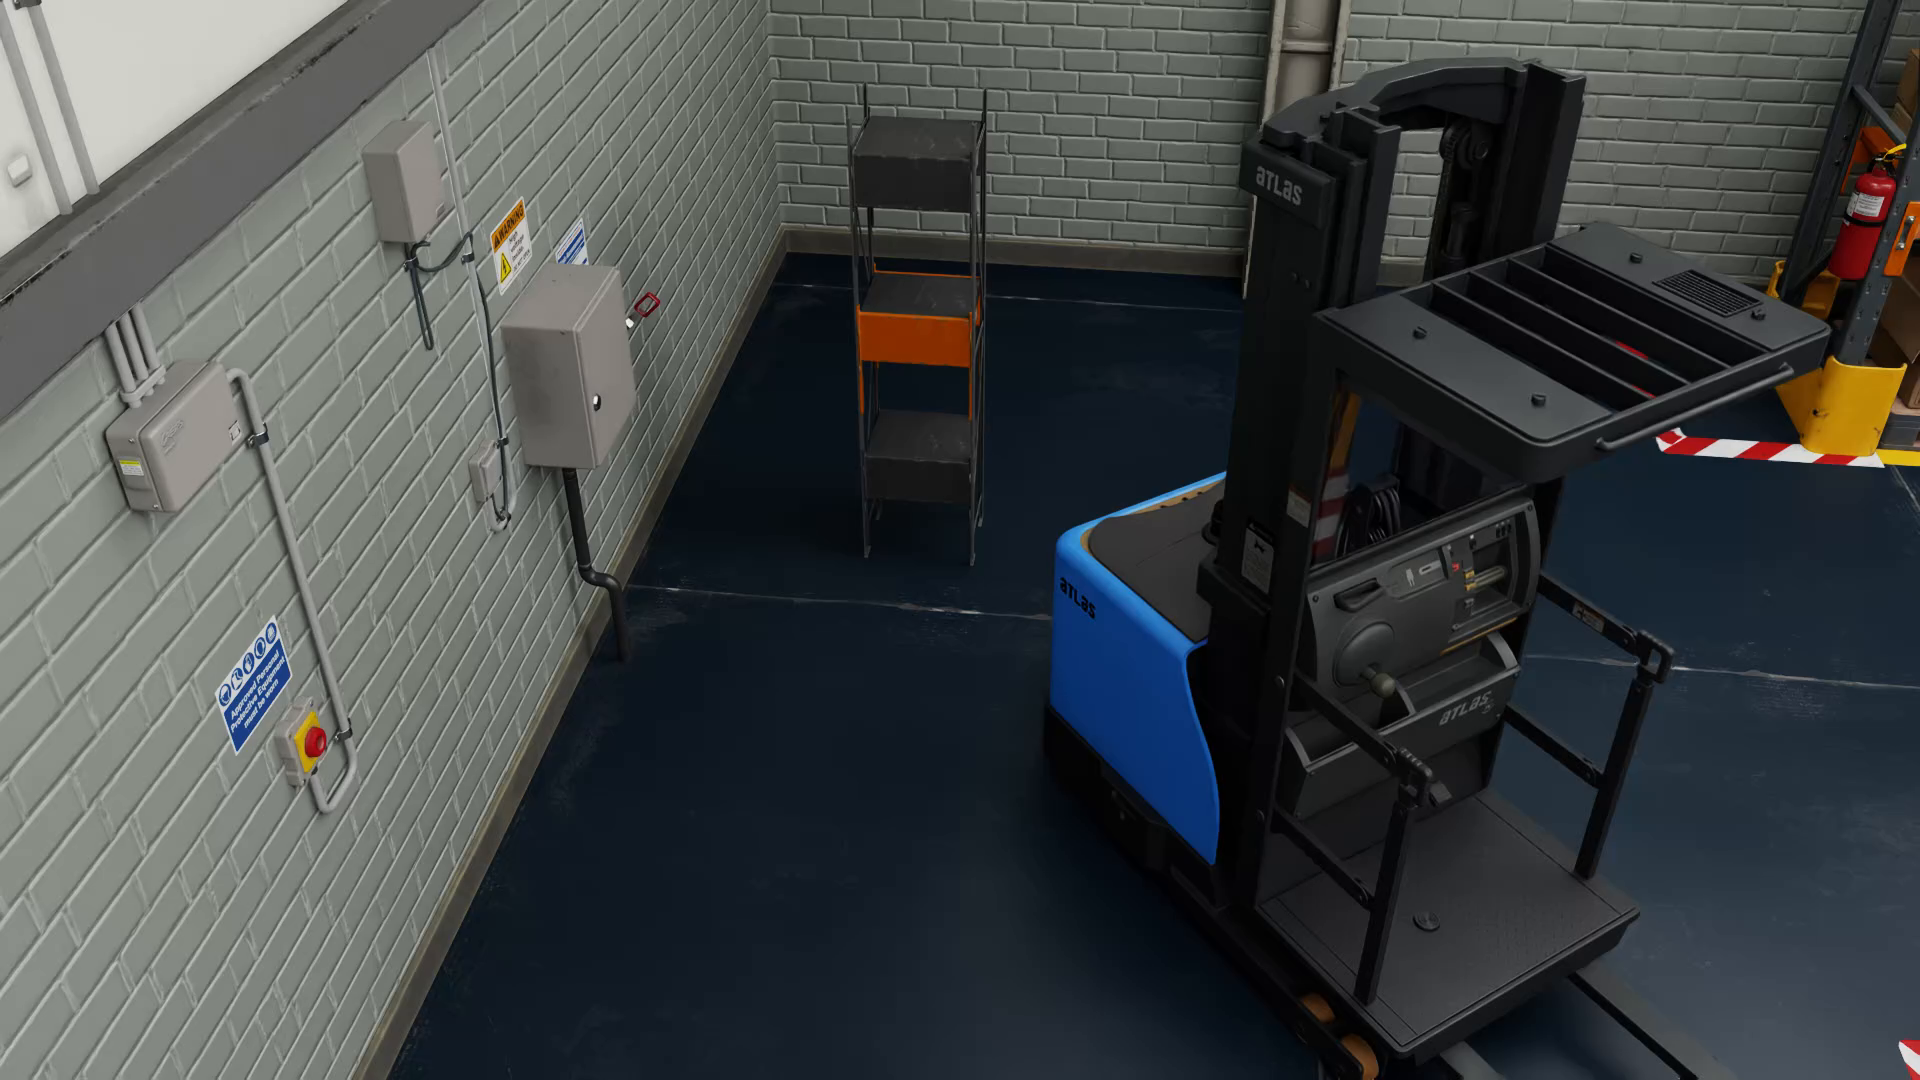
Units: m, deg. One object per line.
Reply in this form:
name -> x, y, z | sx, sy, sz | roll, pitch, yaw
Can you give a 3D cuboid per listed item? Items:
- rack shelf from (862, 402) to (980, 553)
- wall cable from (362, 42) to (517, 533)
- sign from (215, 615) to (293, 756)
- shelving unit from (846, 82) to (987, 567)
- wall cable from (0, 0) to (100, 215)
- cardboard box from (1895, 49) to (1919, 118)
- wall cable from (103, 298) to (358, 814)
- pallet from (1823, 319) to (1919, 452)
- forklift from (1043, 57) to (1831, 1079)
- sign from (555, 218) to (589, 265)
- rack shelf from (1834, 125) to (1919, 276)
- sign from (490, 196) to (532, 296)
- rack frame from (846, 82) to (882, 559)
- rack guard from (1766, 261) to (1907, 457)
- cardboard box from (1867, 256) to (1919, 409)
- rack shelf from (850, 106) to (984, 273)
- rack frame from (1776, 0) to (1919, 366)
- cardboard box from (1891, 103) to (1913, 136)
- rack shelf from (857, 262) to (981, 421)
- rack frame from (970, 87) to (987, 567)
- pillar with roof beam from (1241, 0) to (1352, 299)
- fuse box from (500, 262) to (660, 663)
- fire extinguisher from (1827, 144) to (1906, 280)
rack shelf -> -0.164, -0.286, 7.572 | 0.480, 0.518, 0.431 | 4, 36, 6
wall cable -> -1.629, -0.763, 5.363 | 0.122, 1.984, 0.588 | 4, 36, 6
sign -> -1.865, 0.381, 4.401 | 0.001, 0.218, 0.327 | 4, 36, 6
shelving unit -> -0.164, -0.867, 7.157 | 0.503, 2.100, 0.431 | 4, 36, 6
wall cable -> -1.880, -1.829, 2.566 | 0.029, 3.000, 0.463 | 4, 36, 6
cardboard box -> 4.916, -2.167, 8.078 | 0.500, 0.250, 0.500 | 5, 36, 7
wall cable -> -1.798, 0.042, 4.208 | 0.123, 1.953, 0.585 | 4, 36, 6
pallet -> 5.293, -0.789, 8.674 | 1.213, 0.211, 1.003 | 4, 36, 6
forklift -> 1.528, 0.237, 4.895 | 1.130, 2.935, 3.031 | -20, 40, -25
sign -> -1.528, -0.993, 6.641 | 0.001, 0.494, 0.329 | 4, 36, 6
rack shelf -> 6.410, -1.548, 7.956 | 4.000, 0.370, 1.077 | 4, 36, 6
sign -> -1.598, -1.051, 5.930 | 0.001, 0.242, 0.339 | 4, 36, 6
rack frame -> -0.406, -0.885, 7.183 | 0.015, 2.100, 0.400 | 4, 36, 6
rack guard -> 4.502, -0.965, 8.672 | 0.348, 0.500, 1.175 | 4, 36, 6
cardboard box -> 5.021, -1.043, 8.417 | 0.637, 0.503, 0.797 | 3, 36, 4
rack shelf -> -0.164, -1.426, 6.758 | 0.480, 0.518, 0.431 | 4, 36, 6
rack frame -> 4.426, -1.988, 7.954 | 0.127, 3.000, 1.000 | 4, 36, 6
cardboard box -> 4.789, -2.016, 8.209 | 0.250, 0.149, 0.380 | 4, 36, 5
rack shelf -> -0.164, -0.856, 7.165 | 0.480, 0.518, 0.431 | 4, 36, 6
rack frame -> 0.078, -0.849, 7.132 | 0.015, 2.100, 0.400 | 4, 36, 6
pillar with roof beam -> 1.318, -2.669, 3.743 | 0.400, 9.000, 9.100 | 4, 36, 6
fuse box -> -1.386, -0.207, 6.567 | 0.414, 1.711, 0.539 | 4, 36, 6
fire extinguisher -> 4.221, -1.550, 7.727 | 0.183, 0.674, 0.296 | 4, 36, 6
